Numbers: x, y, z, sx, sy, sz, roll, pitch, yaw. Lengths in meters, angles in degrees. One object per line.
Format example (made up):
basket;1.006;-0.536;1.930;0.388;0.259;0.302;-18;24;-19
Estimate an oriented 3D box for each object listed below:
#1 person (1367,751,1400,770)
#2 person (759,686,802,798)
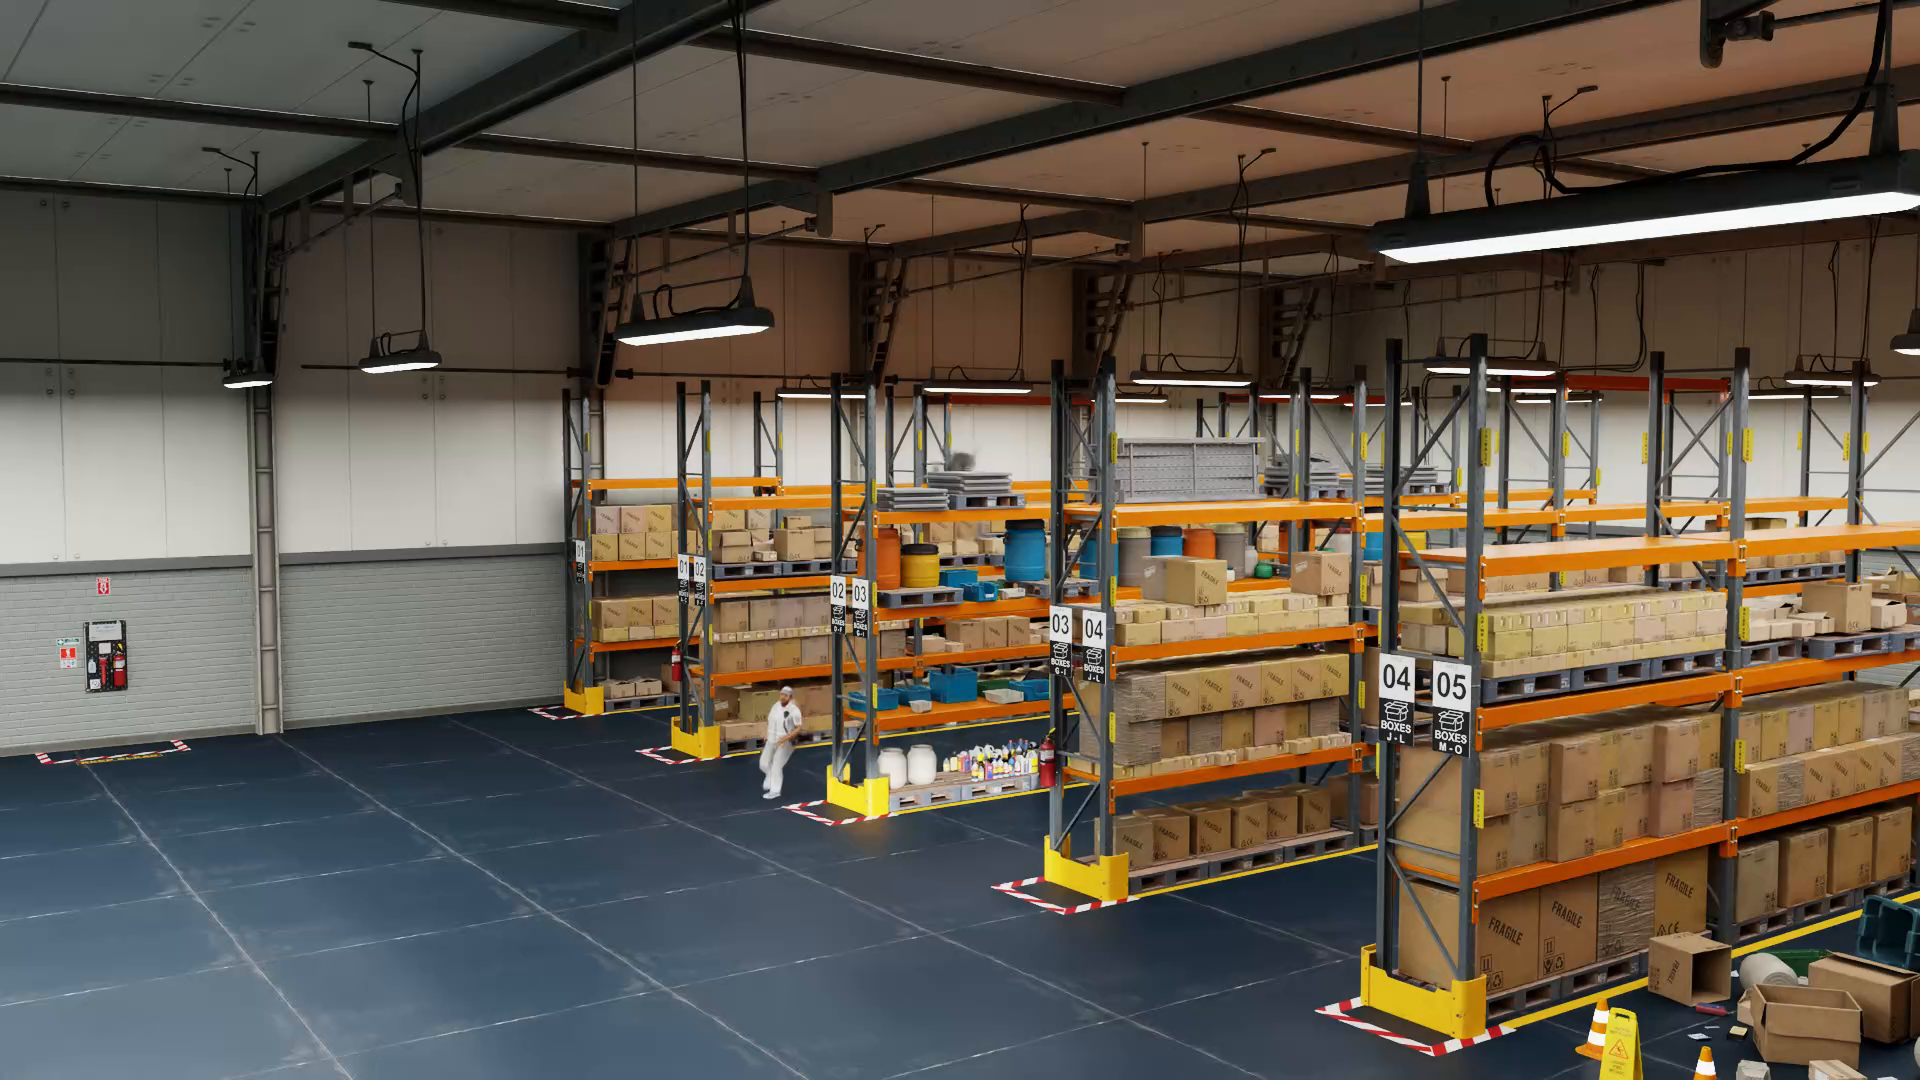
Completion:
person;6.257;2.730;24.439;0.803;1.746;0.663;-3;4;-35
person;-2.547;2.863;23.447;0.637;1.597;0.539;2;4;23
